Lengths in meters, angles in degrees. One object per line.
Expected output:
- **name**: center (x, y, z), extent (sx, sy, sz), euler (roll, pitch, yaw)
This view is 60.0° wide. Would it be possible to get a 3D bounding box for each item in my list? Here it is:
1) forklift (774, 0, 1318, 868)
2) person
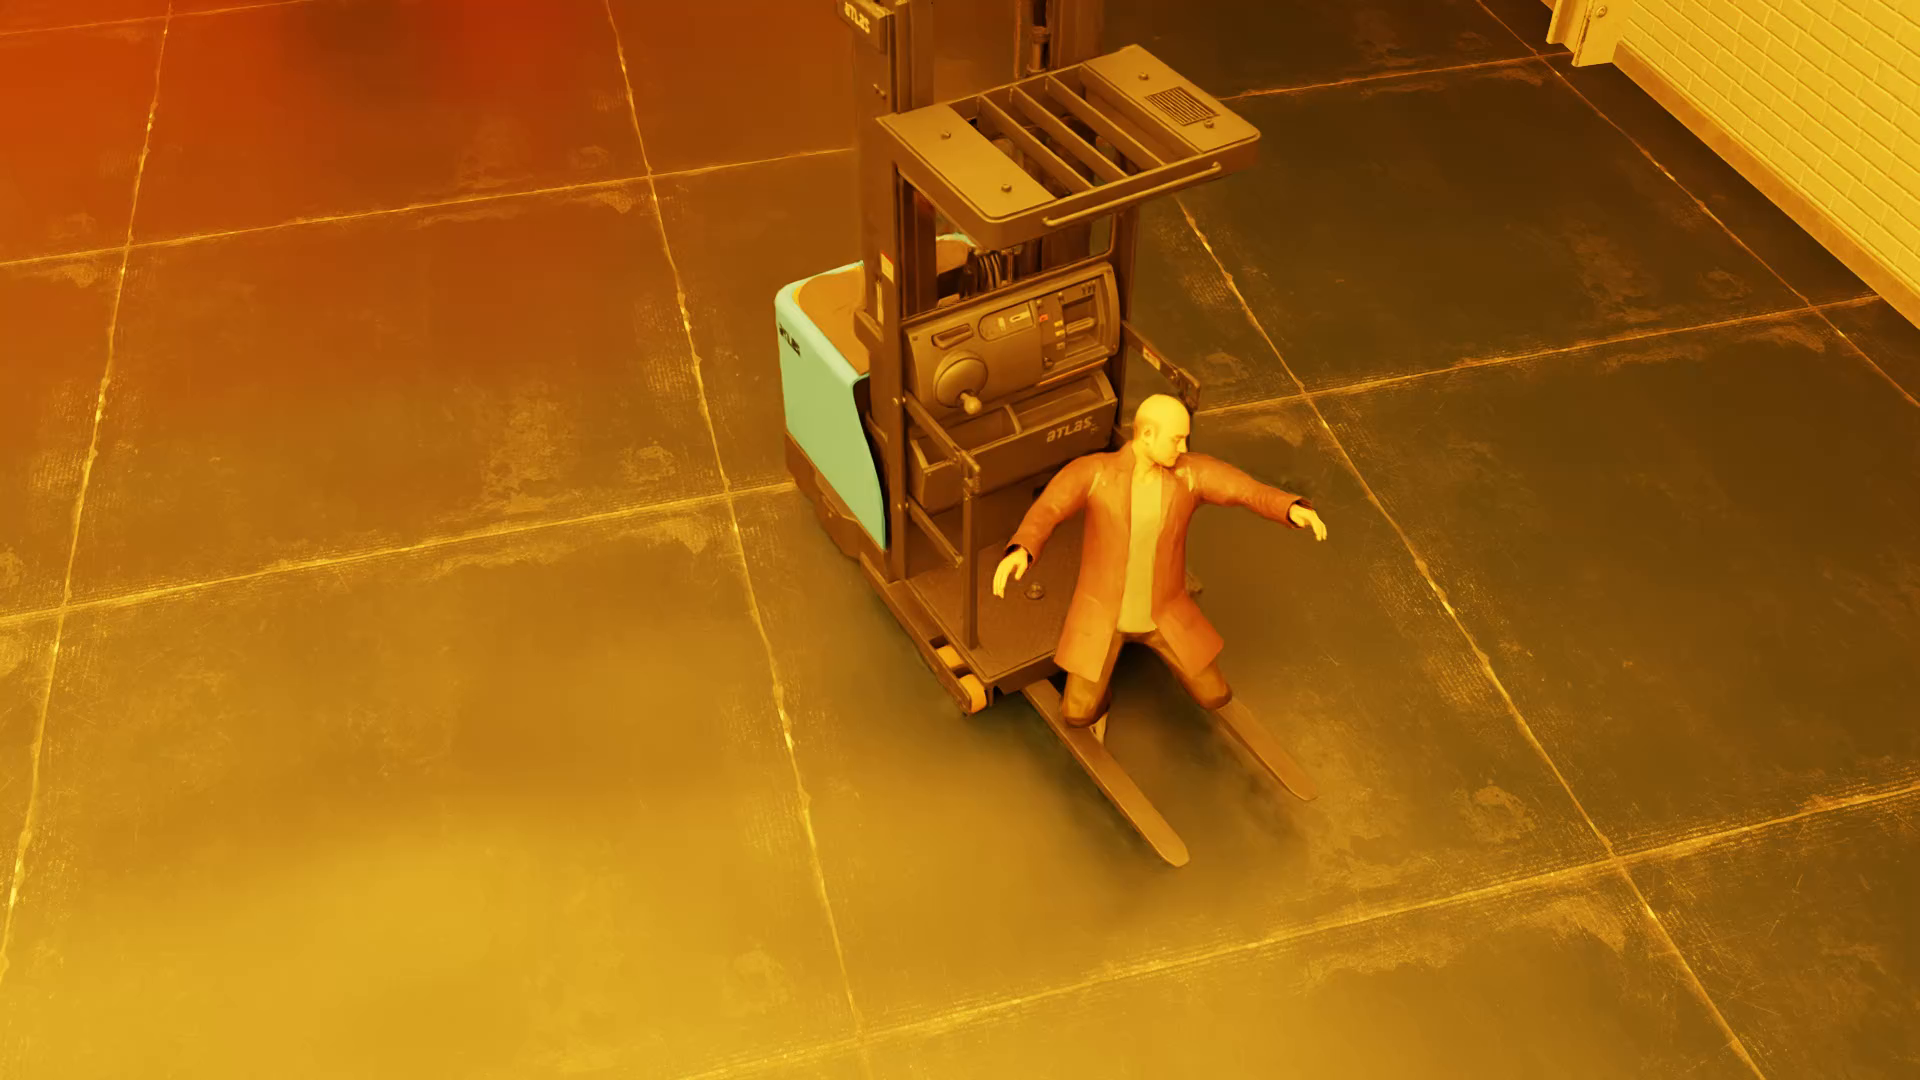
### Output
- **forklift**: center (0.332, -0.700, 6.386), extent (1.130, 2.935, 3.031), euler (-22, 48, -21)
- **person**: center (0.679, 0.246, 6.321), extent (1.147, 1.524, 0.758), euler (-1, 43, -1)
